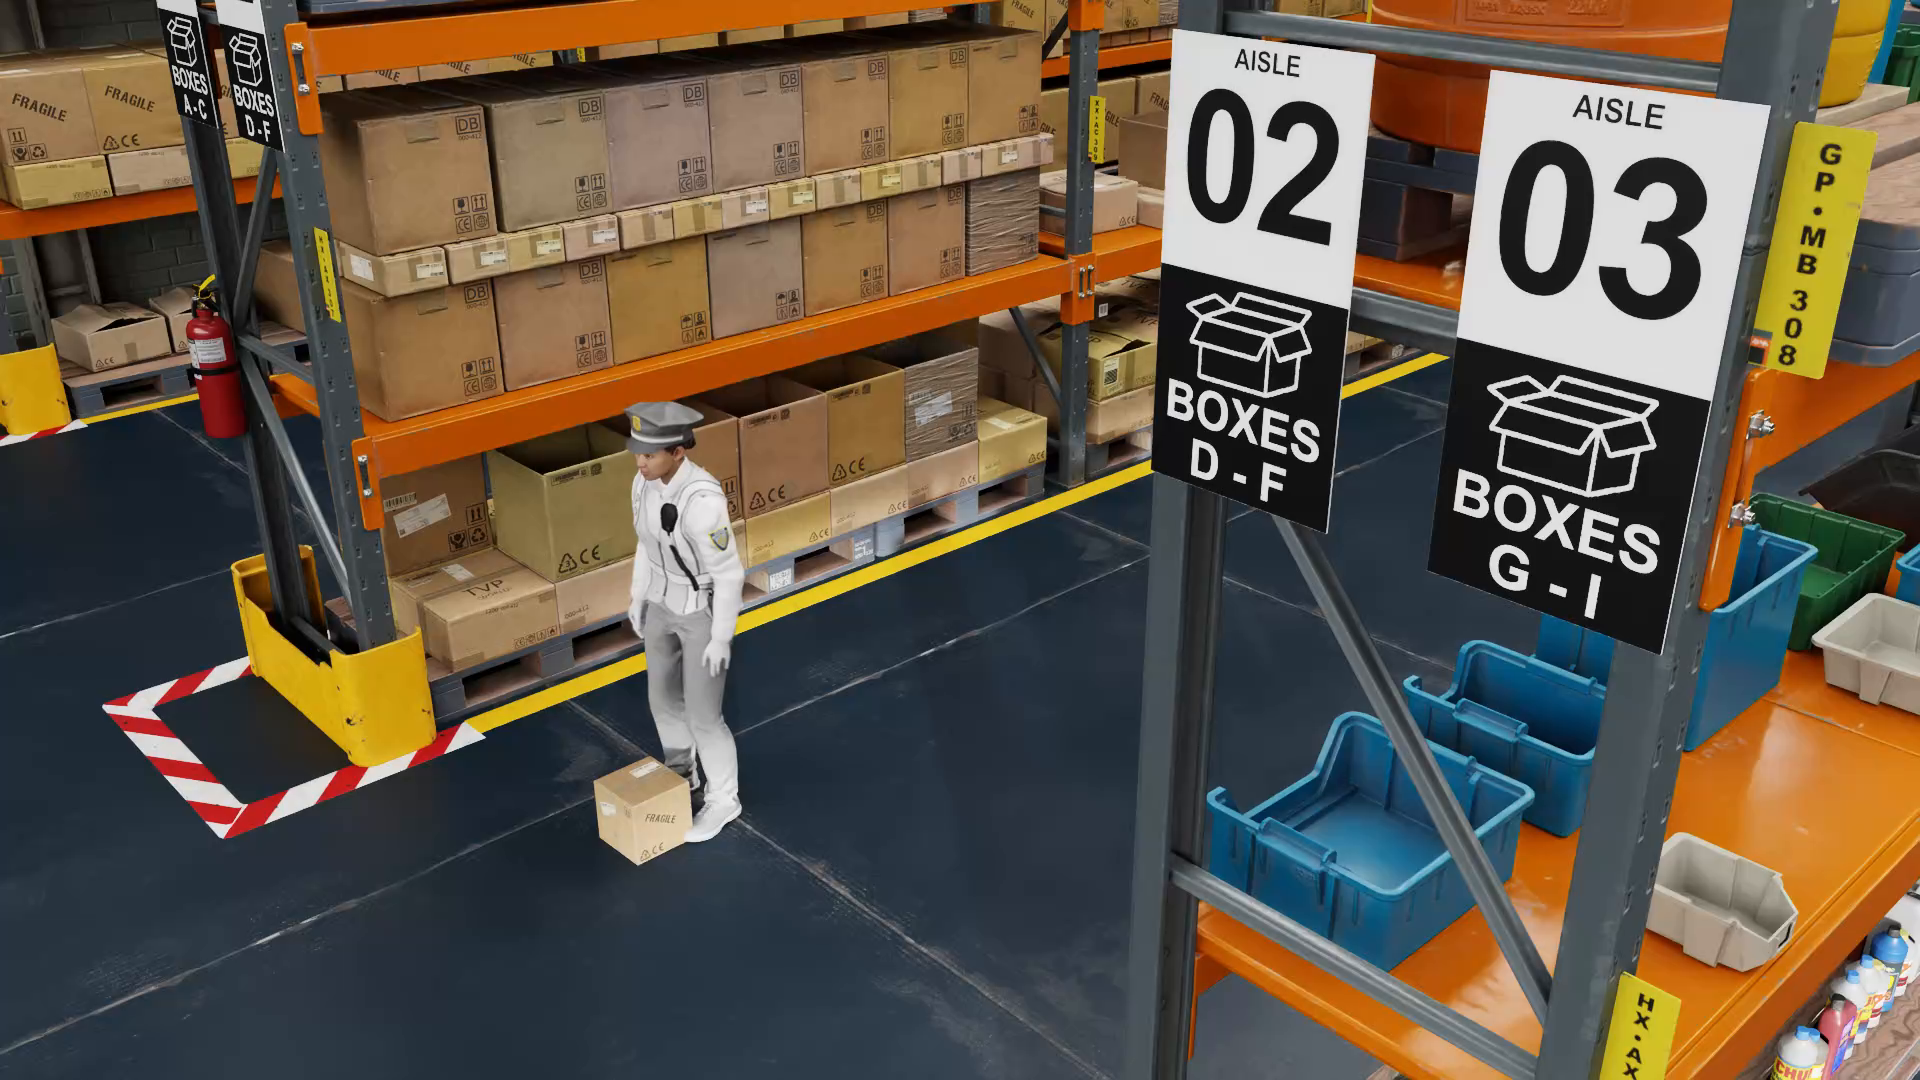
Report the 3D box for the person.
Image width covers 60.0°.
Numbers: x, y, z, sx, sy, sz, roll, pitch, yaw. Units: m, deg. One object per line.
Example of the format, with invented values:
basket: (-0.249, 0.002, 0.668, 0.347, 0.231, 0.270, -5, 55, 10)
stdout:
person: (-0.987, 0.281, 5.978, 0.547, 1.667, 0.370, 22, 32, 39)
